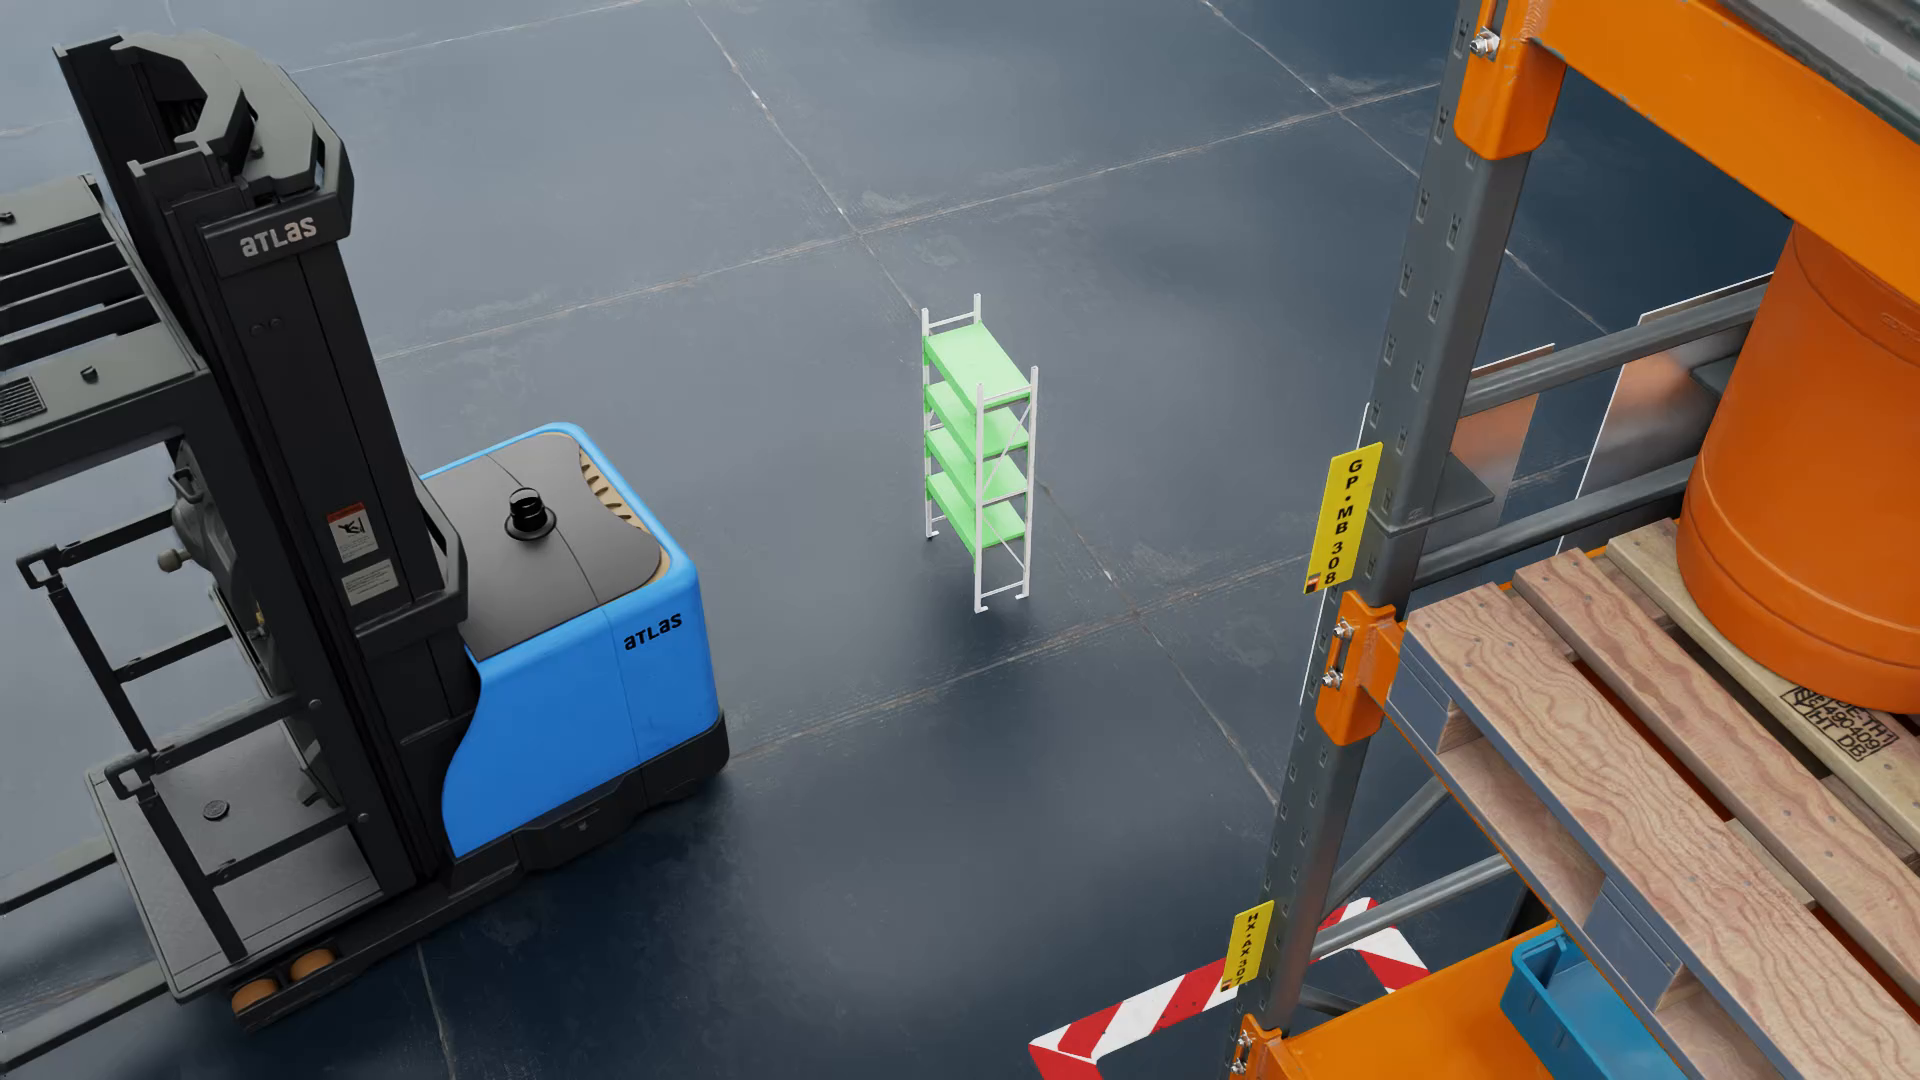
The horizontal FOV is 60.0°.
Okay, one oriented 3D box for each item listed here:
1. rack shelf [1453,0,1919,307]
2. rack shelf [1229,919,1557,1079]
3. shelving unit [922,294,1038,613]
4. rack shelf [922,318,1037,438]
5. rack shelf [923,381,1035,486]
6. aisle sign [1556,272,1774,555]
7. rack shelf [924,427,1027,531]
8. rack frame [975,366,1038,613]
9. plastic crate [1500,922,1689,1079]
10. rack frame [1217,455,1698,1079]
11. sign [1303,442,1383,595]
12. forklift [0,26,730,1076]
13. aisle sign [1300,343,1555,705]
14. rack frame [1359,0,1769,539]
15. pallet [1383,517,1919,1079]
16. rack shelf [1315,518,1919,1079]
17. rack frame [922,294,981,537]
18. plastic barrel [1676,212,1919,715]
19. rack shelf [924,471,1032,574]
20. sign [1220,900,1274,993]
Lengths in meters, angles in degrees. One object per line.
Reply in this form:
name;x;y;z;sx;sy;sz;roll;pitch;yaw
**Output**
rack shelf;2.002;0.416;1.088;1.077;0.370;4.000;-18;47;-17
rack shelf;2.002;2.409;3.054;1.077;0.370;4.000;-18;47;-17
shelving unit;0.070;-0.322;6.591;0.258;1.200;0.503;-18;47;-17
rack shelf;0.070;-0.618;6.298;0.258;0.148;0.480;-18;47;-17
rack shelf;0.070;-0.447;6.467;0.258;0.148;0.480;-18;47;-17
aisle sign;1.401;-0.181;3.315;0.394;0.787;0.004;-18;47;-17
rack shelf;0.070;-0.276;6.635;0.258;0.148;0.480;-18;47;-17
rack frame;0.172;-0.166;6.433;0.240;1.200;0.015;-18;47;-17
plastic crate;1.643;1.162;3.912;0.499;0.251;0.616;-18;47;-17
rack frame;1.161;0.878;4.093;1.000;3.000;0.127;-18;47;-17
sign;0.660;-0.033;2.875;0.100;0.325;0.005;-18;47;-17
forklift;-2.358;0.139;4.892;3.031;2.935;1.130;-26;50;-24
aisle sign;0.865;-0.007;3.139;0.394;0.787;0.004;-18;47;-17
rack frame;1.161;-1.257;1.986;1.000;3.000;0.127;-18;47;-17
pallet;1.420;0.434;2.542;1.003;0.211;1.213;-18;47;-17
rack shelf;2.002;1.341;2.001;1.077;0.370;4.000;-18;47;-17
rack frame;-0.033;-0.477;6.748;0.240;1.200;0.015;-18;47;-17
plastic barrel;1.481;-0.220;2.465;0.600;0.830;0.708;-18;47;-17
rack shelf;0.070;-0.105;6.804;0.258;0.148;0.480;-18;47;-17
sign;0.660;0.939;3.834;0.100;0.325;0.005;-18;47;-17
